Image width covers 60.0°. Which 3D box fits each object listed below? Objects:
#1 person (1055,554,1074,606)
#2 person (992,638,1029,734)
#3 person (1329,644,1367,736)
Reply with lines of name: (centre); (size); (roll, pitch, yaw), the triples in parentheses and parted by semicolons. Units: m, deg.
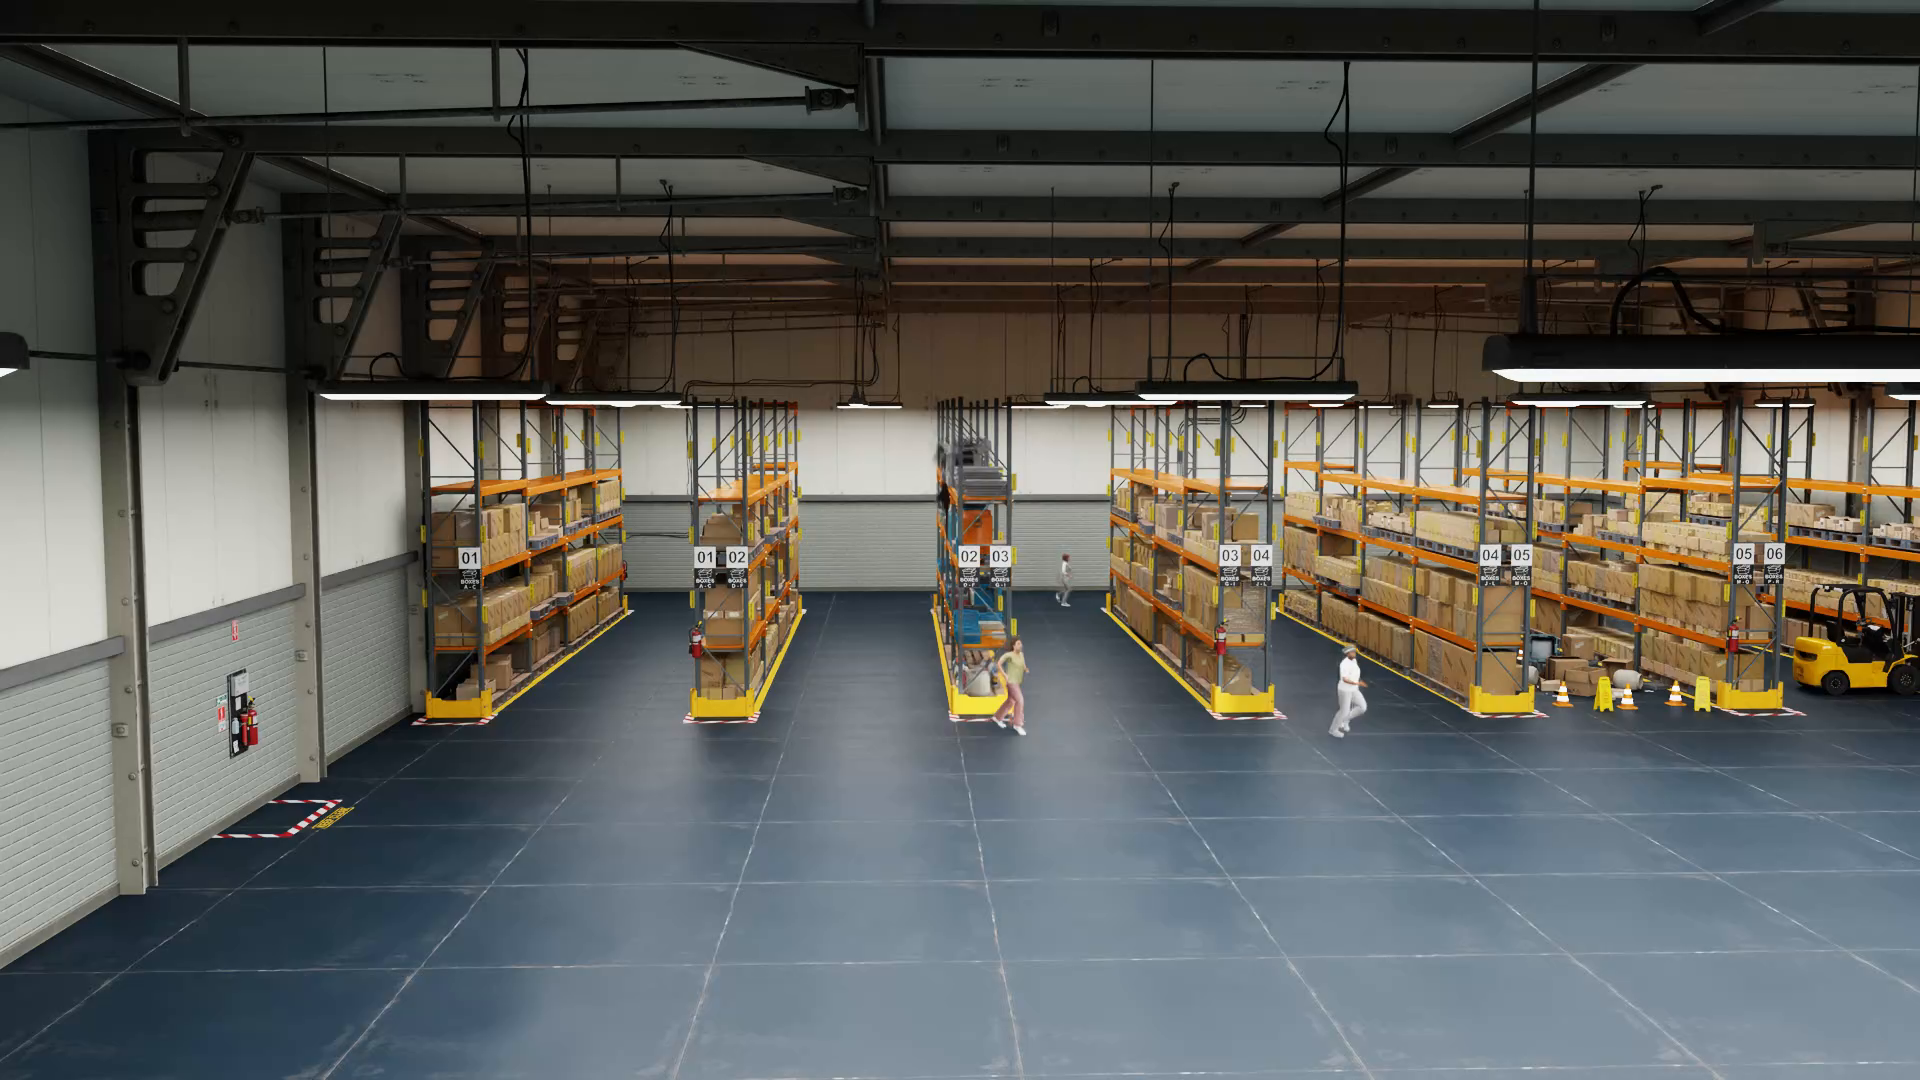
person: (3.075, 1.216, 48.913); (0.571, 1.464, 0.567); (1, 4, 9)
person: (0.917, 2.593, 29.798); (0.767, 1.722, 0.578); (3, 5, 36)
person: (6.875, 2.632, 29.217); (0.606, 1.652, 0.719); (-4, 6, -44)
